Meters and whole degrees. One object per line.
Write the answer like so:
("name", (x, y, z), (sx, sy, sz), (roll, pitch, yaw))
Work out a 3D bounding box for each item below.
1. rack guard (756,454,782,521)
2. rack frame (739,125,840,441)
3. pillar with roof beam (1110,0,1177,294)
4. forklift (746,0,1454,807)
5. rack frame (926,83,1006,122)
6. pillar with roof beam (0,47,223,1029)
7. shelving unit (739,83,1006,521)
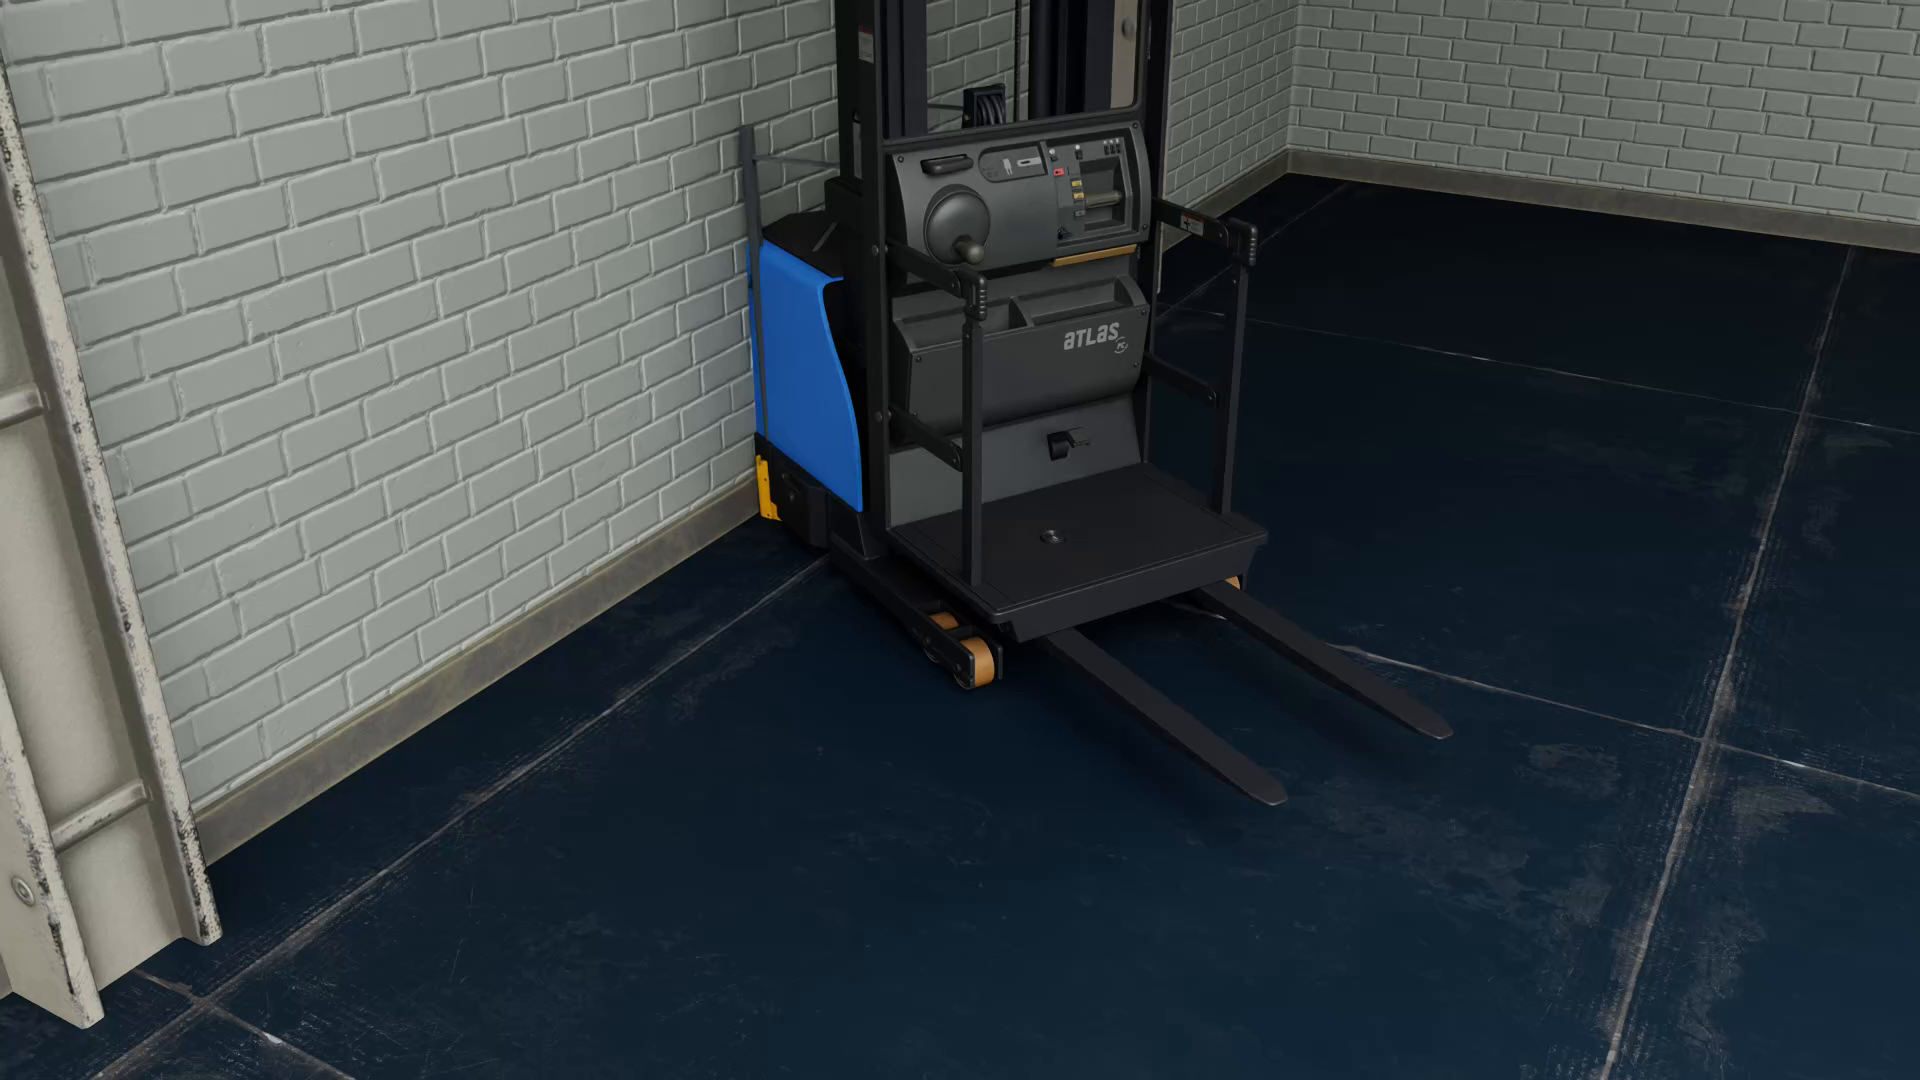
("rack guard", (-0.507, -0.161, 6.293), (0.587, 0.250, 0.087), (12, 29, 27))
("rack frame", (-0.525, -0.723, 6.021), (0.500, 1.500, 0.032), (12, 29, 27))
("pillar with roof beam", (4.592, -4.366, 4.920), (9.100, 9.000, 0.400), (14, 30, 26))
("forklift", (0.321, -1.072, 5.117), (1.130, 2.935, 3.031), (-15, 30, -28))
("rack frame", (-0.032, -1.121, 6.816), (0.500, 1.500, 0.032), (12, 29, 27))
("pillar with roof beam", (1.641, -2.028, 0.248), (9.100, 9.000, 0.400), (14, 30, 26))
("shelving unit", (-0.283, -0.919, 6.411), (0.587, 1.500, 1.083), (12, 29, 27))
